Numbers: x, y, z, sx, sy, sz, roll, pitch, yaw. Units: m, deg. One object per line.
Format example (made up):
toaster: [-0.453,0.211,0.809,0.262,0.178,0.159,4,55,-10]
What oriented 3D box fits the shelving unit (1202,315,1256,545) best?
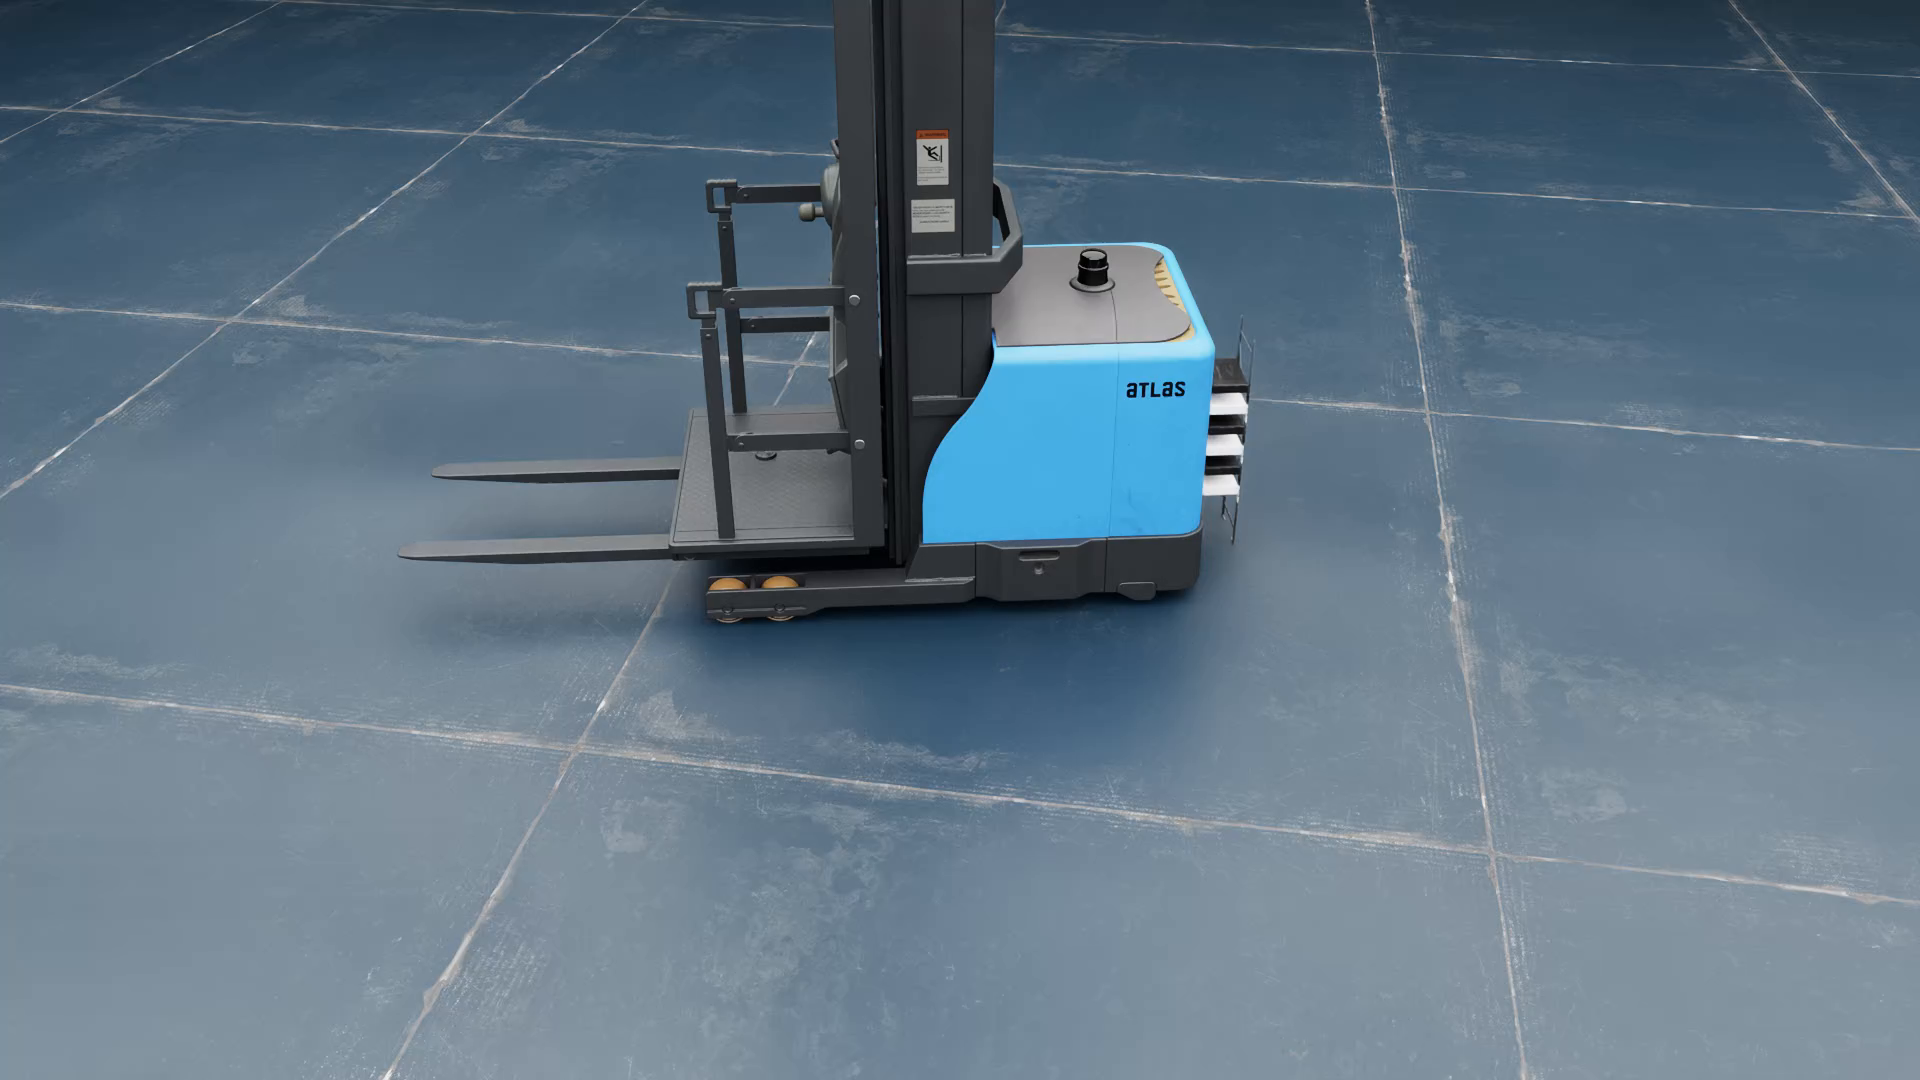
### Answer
shelving unit: [0.998,-0.422,6.577,0.210,0.900,0.258,-2,32,-3]

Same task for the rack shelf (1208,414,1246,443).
rack shelf: [0.998,-0.471,6.547,0.200,0.077,0.258,-2,32,-3]

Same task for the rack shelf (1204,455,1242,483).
rack shelf: [0.998,-0.318,6.642,0.200,0.077,0.258,-2,32,-3]

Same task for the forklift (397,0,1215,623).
forklift: [-0.621,-1.221,5.939,3.031,2.935,1.130,-2,32,-3]

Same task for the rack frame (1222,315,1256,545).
rack frame: [1.099,-0.426,6.582,0.006,0.900,0.240,-2,32,-3]

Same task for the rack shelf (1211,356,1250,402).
rack shelf: [0.998,-0.623,6.451,0.200,0.077,0.258,-2,32,-3]

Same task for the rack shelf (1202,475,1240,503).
rack shelf: [0.998,-0.242,6.690,0.200,0.077,0.258,-2,32,-3]

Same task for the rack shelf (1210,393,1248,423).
rack shelf: [0.998,-0.547,6.499,0.200,0.077,0.258,-2,32,-3]

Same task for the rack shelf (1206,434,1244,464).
rack shelf: [0.998,-0.394,6.595,0.200,0.077,0.258,-2,32,-3]
